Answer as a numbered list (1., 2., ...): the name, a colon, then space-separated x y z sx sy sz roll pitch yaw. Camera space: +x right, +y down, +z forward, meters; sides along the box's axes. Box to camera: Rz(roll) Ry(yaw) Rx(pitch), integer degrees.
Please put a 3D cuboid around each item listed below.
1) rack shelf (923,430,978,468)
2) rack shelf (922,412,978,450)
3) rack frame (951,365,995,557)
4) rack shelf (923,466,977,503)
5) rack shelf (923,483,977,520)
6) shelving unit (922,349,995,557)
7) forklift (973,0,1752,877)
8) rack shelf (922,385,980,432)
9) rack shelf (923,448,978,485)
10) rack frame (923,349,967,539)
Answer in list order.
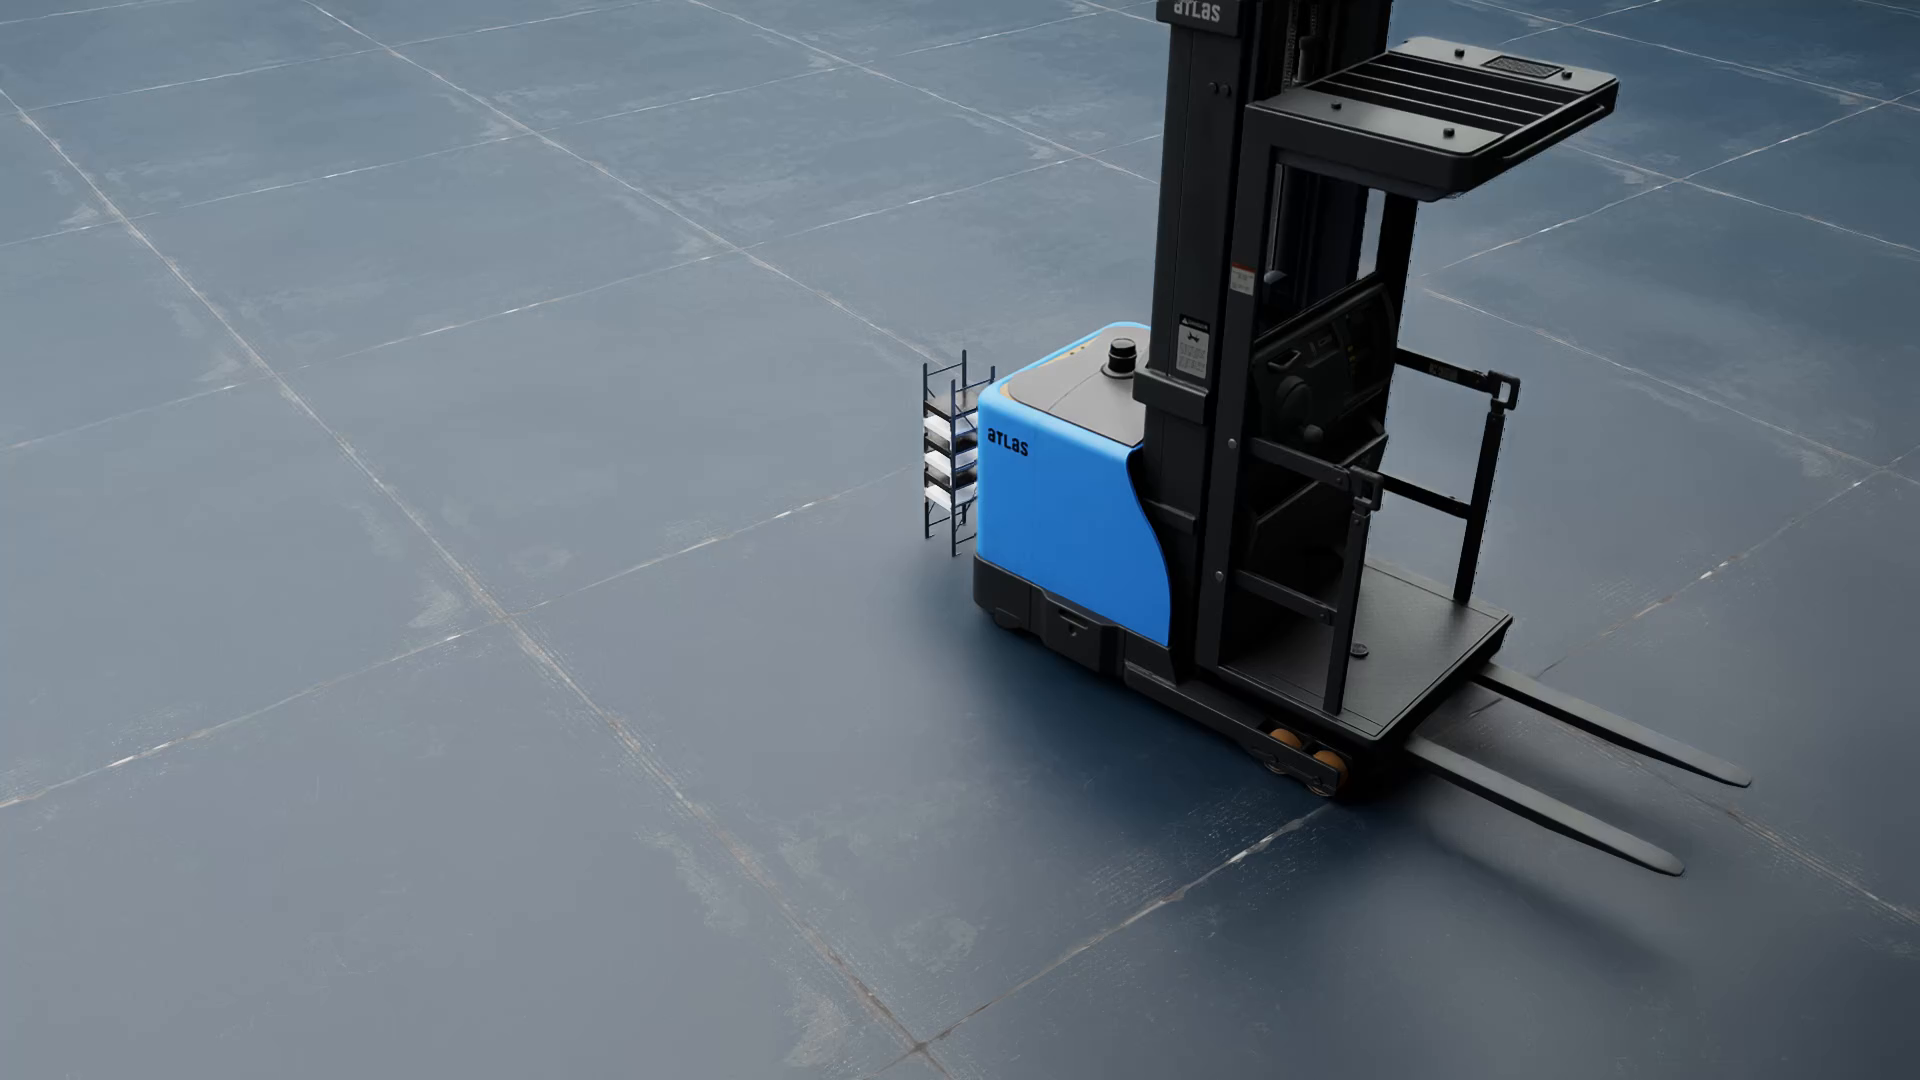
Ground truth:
1. rack shelf: -0.005 -0.434 7.488 0.258 0.077 0.200 -22 38 -31
2. rack shelf: -0.005 -0.510 7.441 0.258 0.077 0.200 -22 38 -31
3. rack frame: 0.057 -0.343 7.450 0.240 0.900 0.006 -22 38 -31
4. rack shelf: -0.005 -0.281 7.583 0.258 0.077 0.200 -22 38 -31
5. rack shelf: -0.005 -0.204 7.631 0.258 0.077 0.200 -22 38 -31
6. shelving unit: -0.005 -0.386 7.518 0.258 0.900 0.210 -22 38 -31
7. forklift: 1.489 -0.603 5.943 3.031 2.935 1.130 25 40 35
8. rack shelf: -0.005 -0.587 7.393 0.258 0.077 0.200 -22 38 -31
9. rack shelf: -0.005 -0.357 7.536 0.258 0.077 0.200 -22 38 -31
10. rack frame: -0.067 -0.428 7.586 0.240 0.900 0.006 -22 38 -31
